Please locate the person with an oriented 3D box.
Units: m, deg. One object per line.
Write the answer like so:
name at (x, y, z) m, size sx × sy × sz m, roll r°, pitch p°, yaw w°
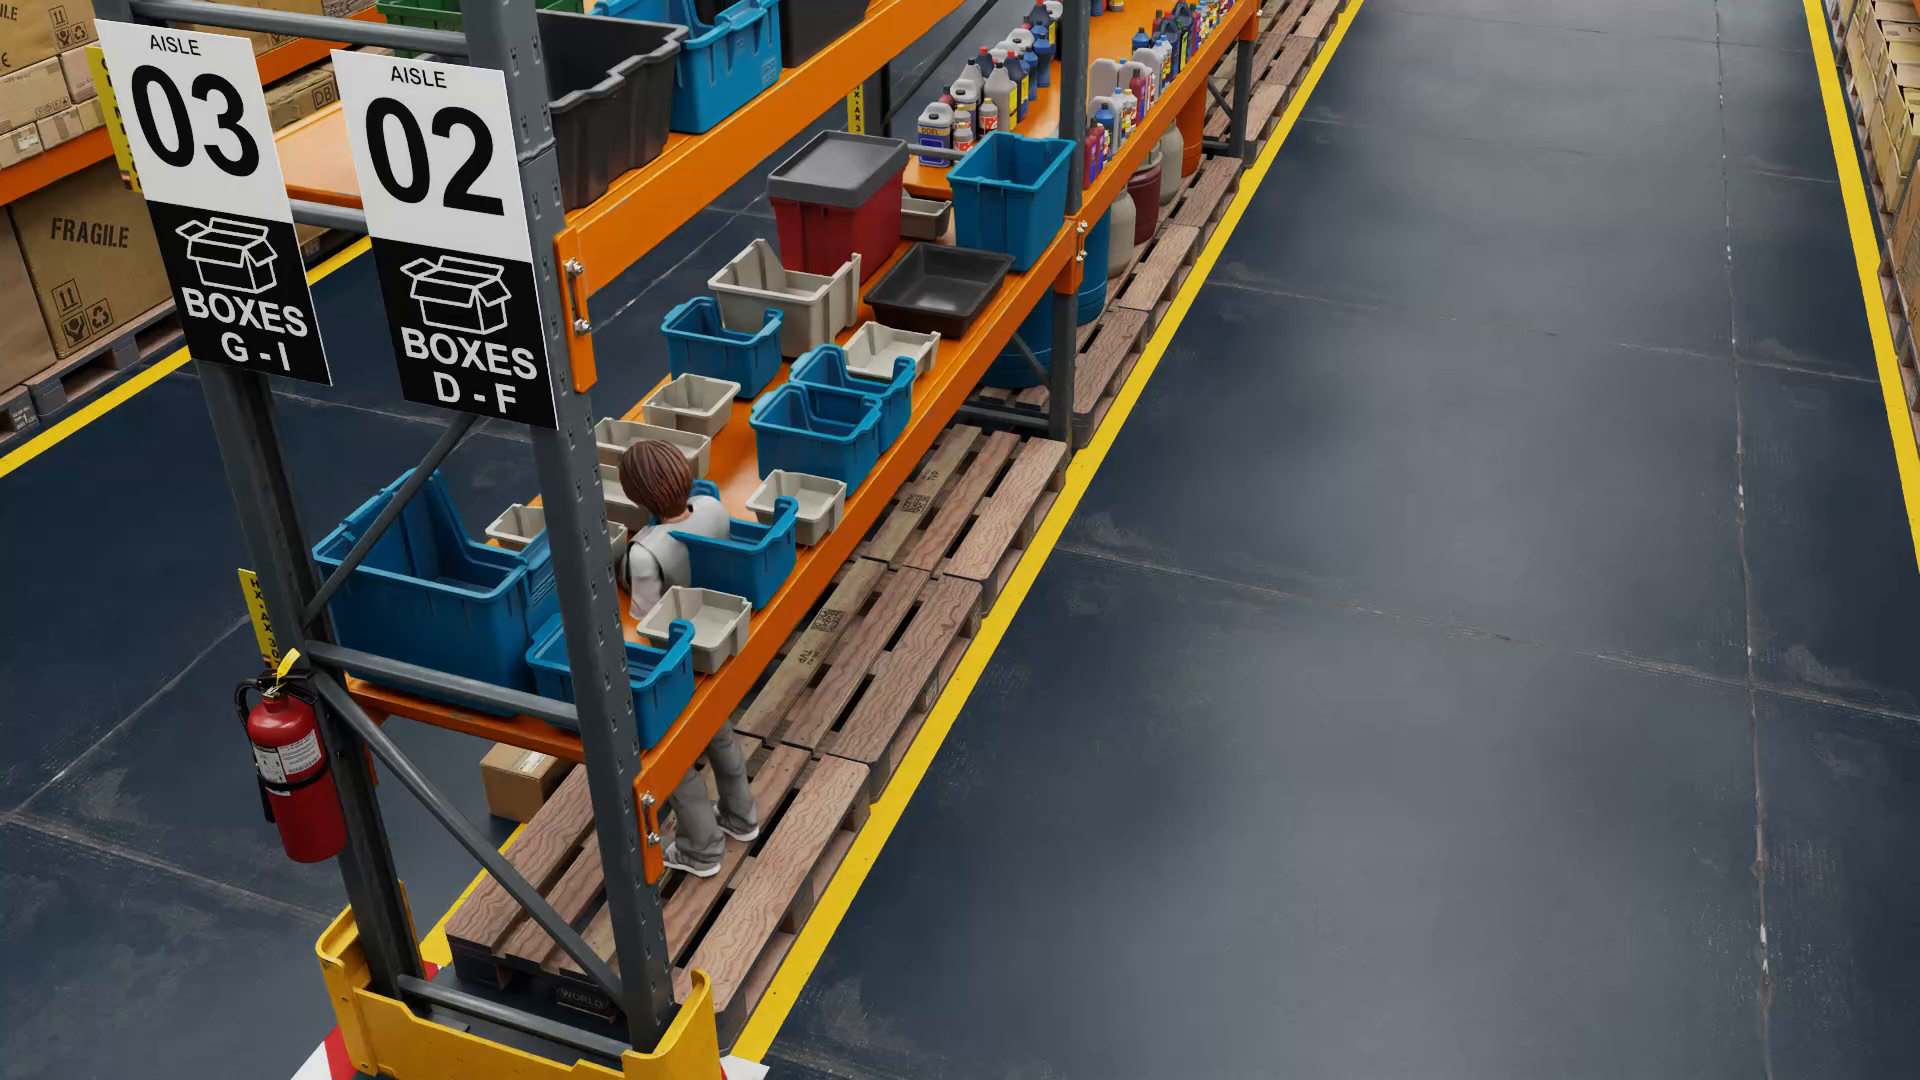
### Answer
person at (-0.866, 0.393, 5.195) m, size 0.302 × 1.593 × 0.408 m, roll 20°, pitch 39°, yaw 27°
